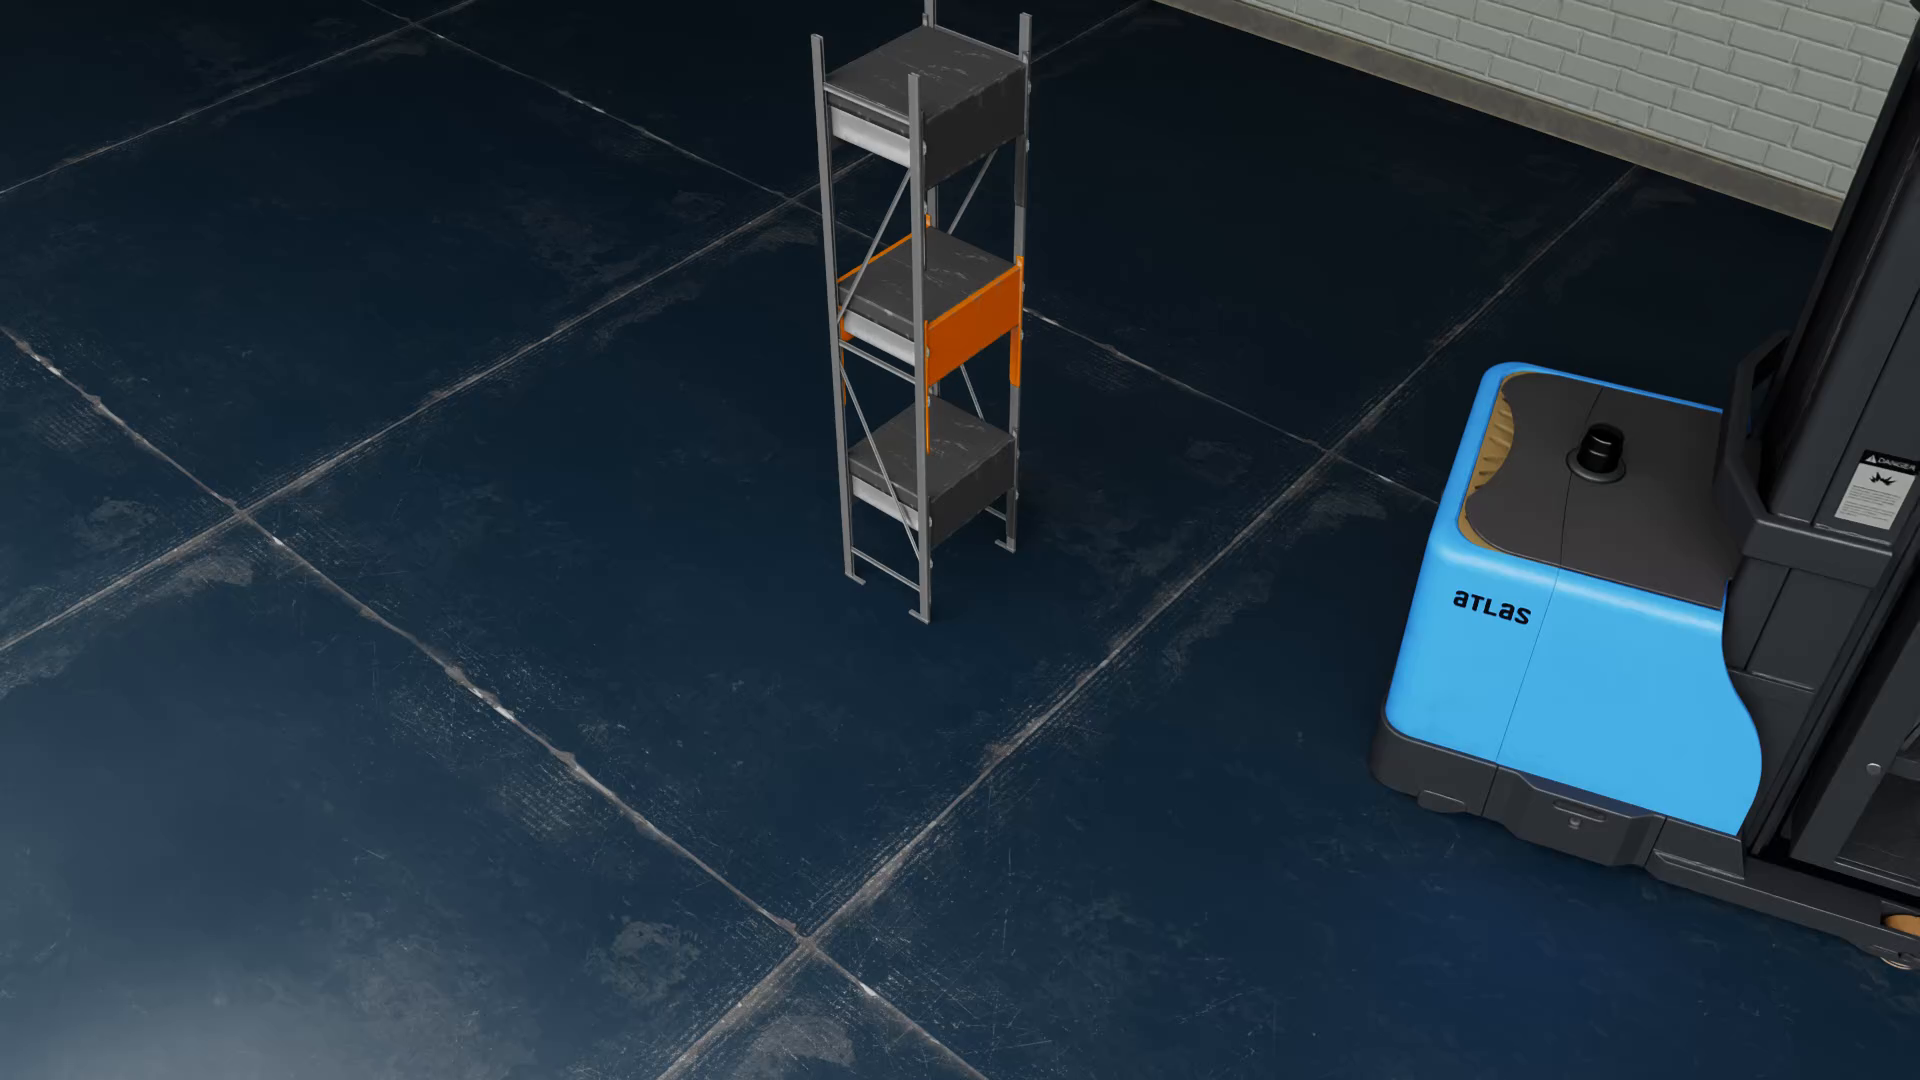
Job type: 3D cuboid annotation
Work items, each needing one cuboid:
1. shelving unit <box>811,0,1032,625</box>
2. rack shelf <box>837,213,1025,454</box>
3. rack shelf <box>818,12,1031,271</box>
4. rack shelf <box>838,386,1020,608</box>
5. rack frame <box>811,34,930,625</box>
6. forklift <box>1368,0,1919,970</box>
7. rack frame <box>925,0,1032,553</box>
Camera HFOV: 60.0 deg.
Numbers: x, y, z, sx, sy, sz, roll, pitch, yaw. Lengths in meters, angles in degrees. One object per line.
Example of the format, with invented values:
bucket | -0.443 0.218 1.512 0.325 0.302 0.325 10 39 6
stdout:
shelving unit | -0.107 -0.692 5.450 0.431 2.100 0.503 29 50 28
rack shelf | -0.107 -0.682 5.459 0.431 0.518 0.480 29 50 28
rack shelf | -0.107 -1.199 4.988 0.431 0.518 0.480 29 50 28
rack shelf | -0.107 -0.164 5.930 0.431 0.518 0.480 29 50 28
rack frame | -0.264 -0.566 5.312 0.400 2.100 0.015 29 50 28
forklift | 2.878 -0.186 4.276 3.031 2.935 1.130 16 45 17
rack frame | 0.051 -0.817 5.588 0.400 2.100 0.015 29 50 28
